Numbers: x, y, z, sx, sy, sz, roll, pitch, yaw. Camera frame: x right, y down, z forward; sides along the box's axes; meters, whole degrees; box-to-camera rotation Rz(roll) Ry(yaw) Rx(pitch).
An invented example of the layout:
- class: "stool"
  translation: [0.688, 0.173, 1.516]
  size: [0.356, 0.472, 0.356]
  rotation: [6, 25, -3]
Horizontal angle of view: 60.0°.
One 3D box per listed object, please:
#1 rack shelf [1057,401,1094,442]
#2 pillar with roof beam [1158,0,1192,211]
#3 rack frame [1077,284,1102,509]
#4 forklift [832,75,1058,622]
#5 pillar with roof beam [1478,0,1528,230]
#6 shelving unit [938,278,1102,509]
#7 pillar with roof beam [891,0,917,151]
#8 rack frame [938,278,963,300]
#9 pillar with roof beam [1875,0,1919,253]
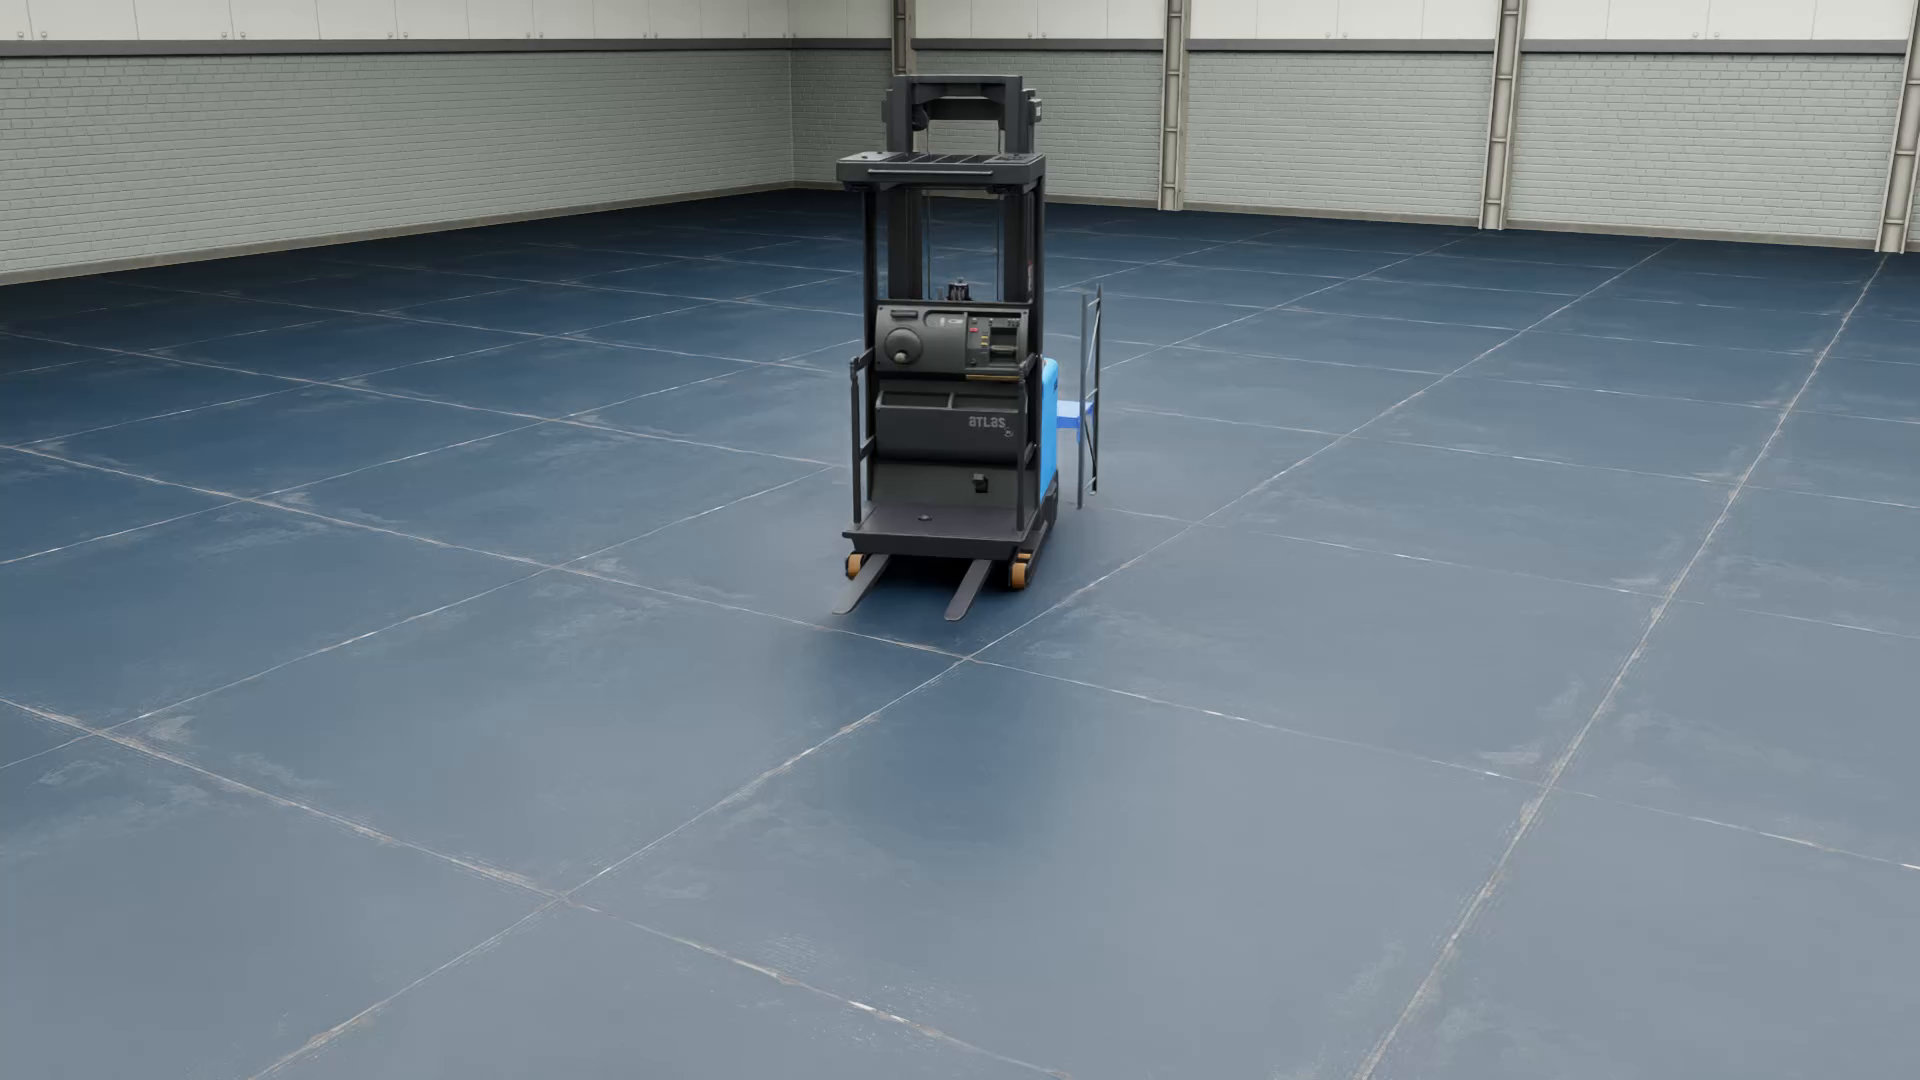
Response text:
- class: "rack shelf"
  translation: [0.421, -0.874, 11.797]
  size: [1.000, 0.185, 0.538]
  rotation: [5, 18, 16]
- class: "pillar with roof beam"
  translation: [1.725, -9.475, 26.591]
  size: [0.400, 9.000, 9.100]
  rotation: [10, 20, 30]
- class: "rack frame"
  translation: [0.907, -1.003, 11.602]
  size: [0.032, 1.500, 0.500]
  rotation: [5, 18, 16]
- class: "forklift"
  translation: [-0.085, -1.217, 9.845]
  size: [1.130, 2.935, 3.031]
  rotation: [3, 17, 9]
- class: "pillar with roof beam"
  translation: [6.838, -8.562, 23.586]
  size: [0.400, 9.000, 9.100]
  rotation: [10, 20, 30]
- class: "shelving unit"
  translation: [0.421, -1.046, 11.744]
  size: [1.048, 1.500, 0.538]
  rotation: [5, 18, 16]
- class: "pillar with roof beam"
  translation: [-3.387, -10.388, 29.595]
  size: [0.400, 9.000, 9.100]
  rotation: [10, 20, 30]
- class: "rack frame"
  translation: [-0.065, -1.089, 11.887]
  size: [0.032, 1.500, 0.500]
  rotation: [5, 18, 16]
- class: "pillar with roof beam"
  translation: [11.951, -7.650, 20.582]
  size: [0.400, 9.000, 9.100]
  rotation: [10, 20, 30]
